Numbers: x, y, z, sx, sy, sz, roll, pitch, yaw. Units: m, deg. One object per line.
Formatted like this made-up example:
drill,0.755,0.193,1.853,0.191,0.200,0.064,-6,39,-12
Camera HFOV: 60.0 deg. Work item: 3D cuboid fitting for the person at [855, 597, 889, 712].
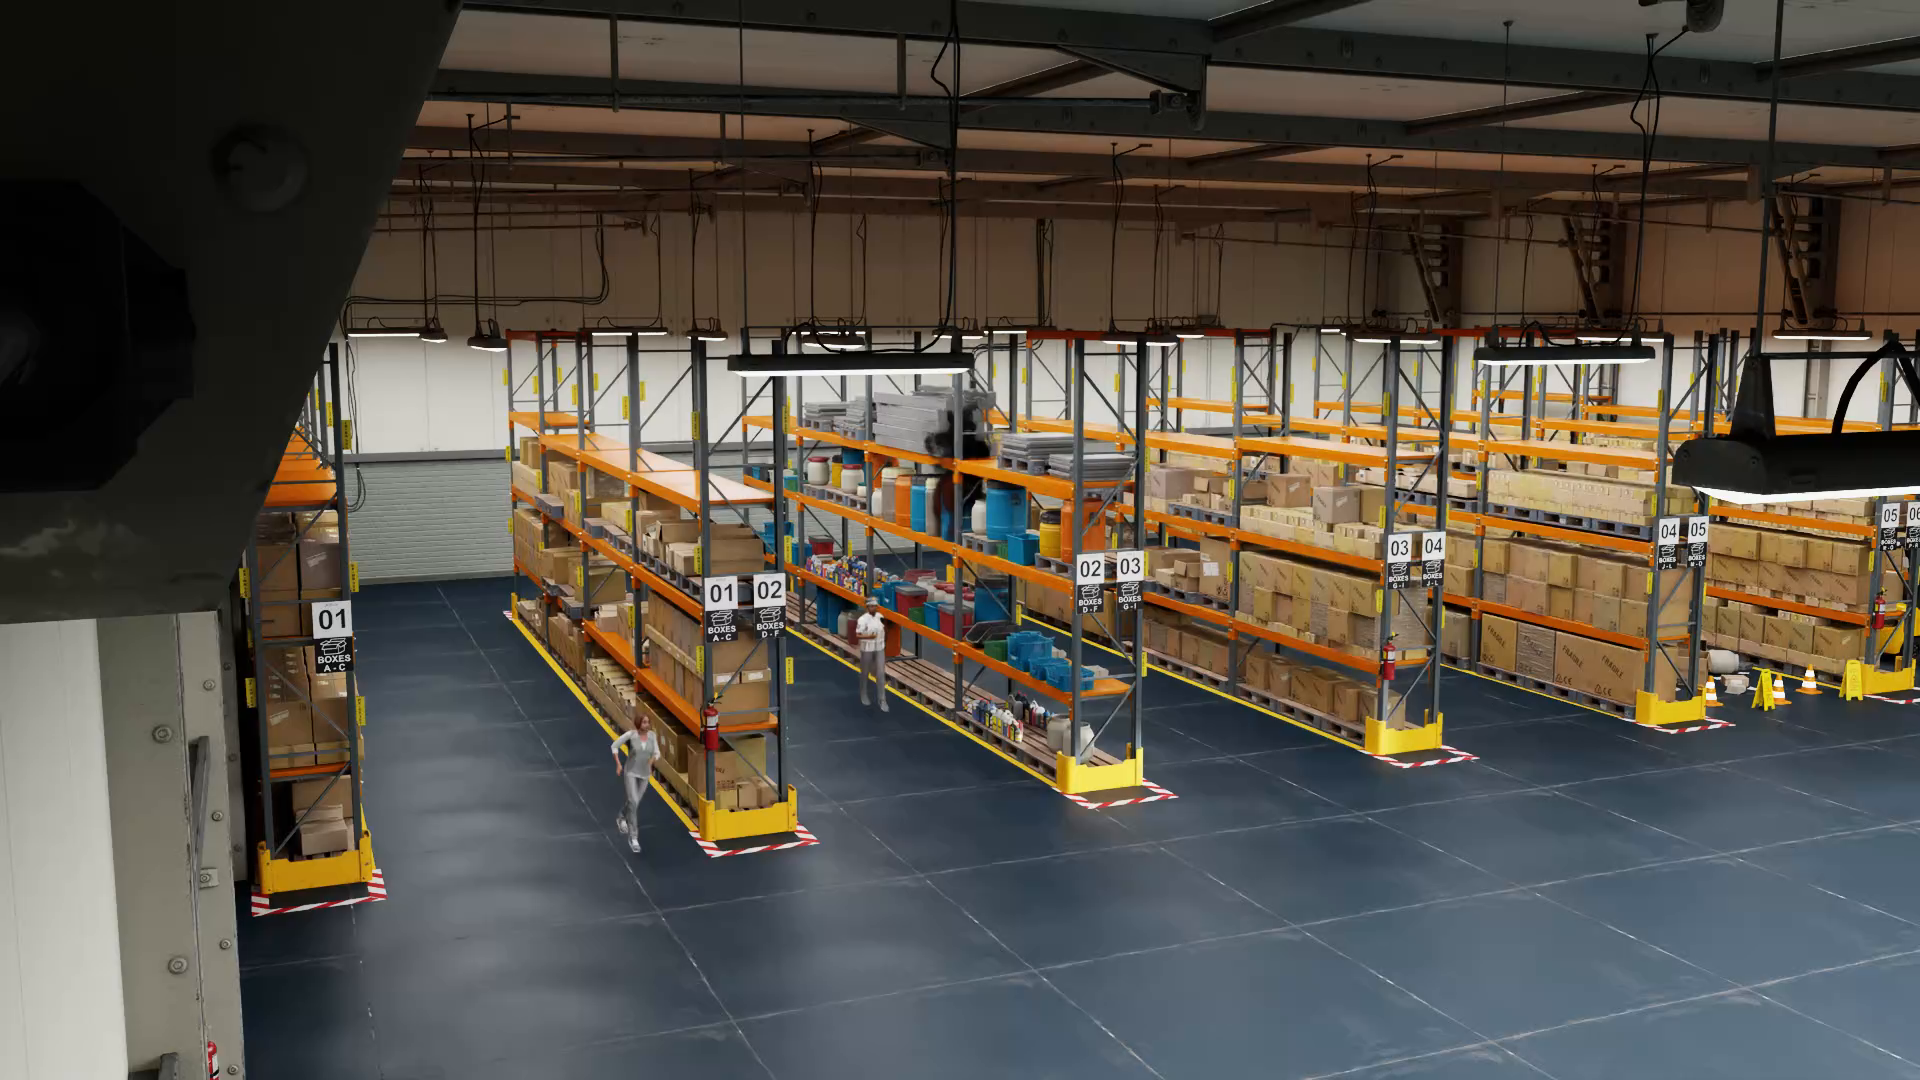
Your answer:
person,-1.332,1.716,25.490,0.570,1.733,0.784,-3,8,-23

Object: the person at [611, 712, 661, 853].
person,-3.865,2.843,19.978,0.551,1.589,0.843,-5,9,-34
